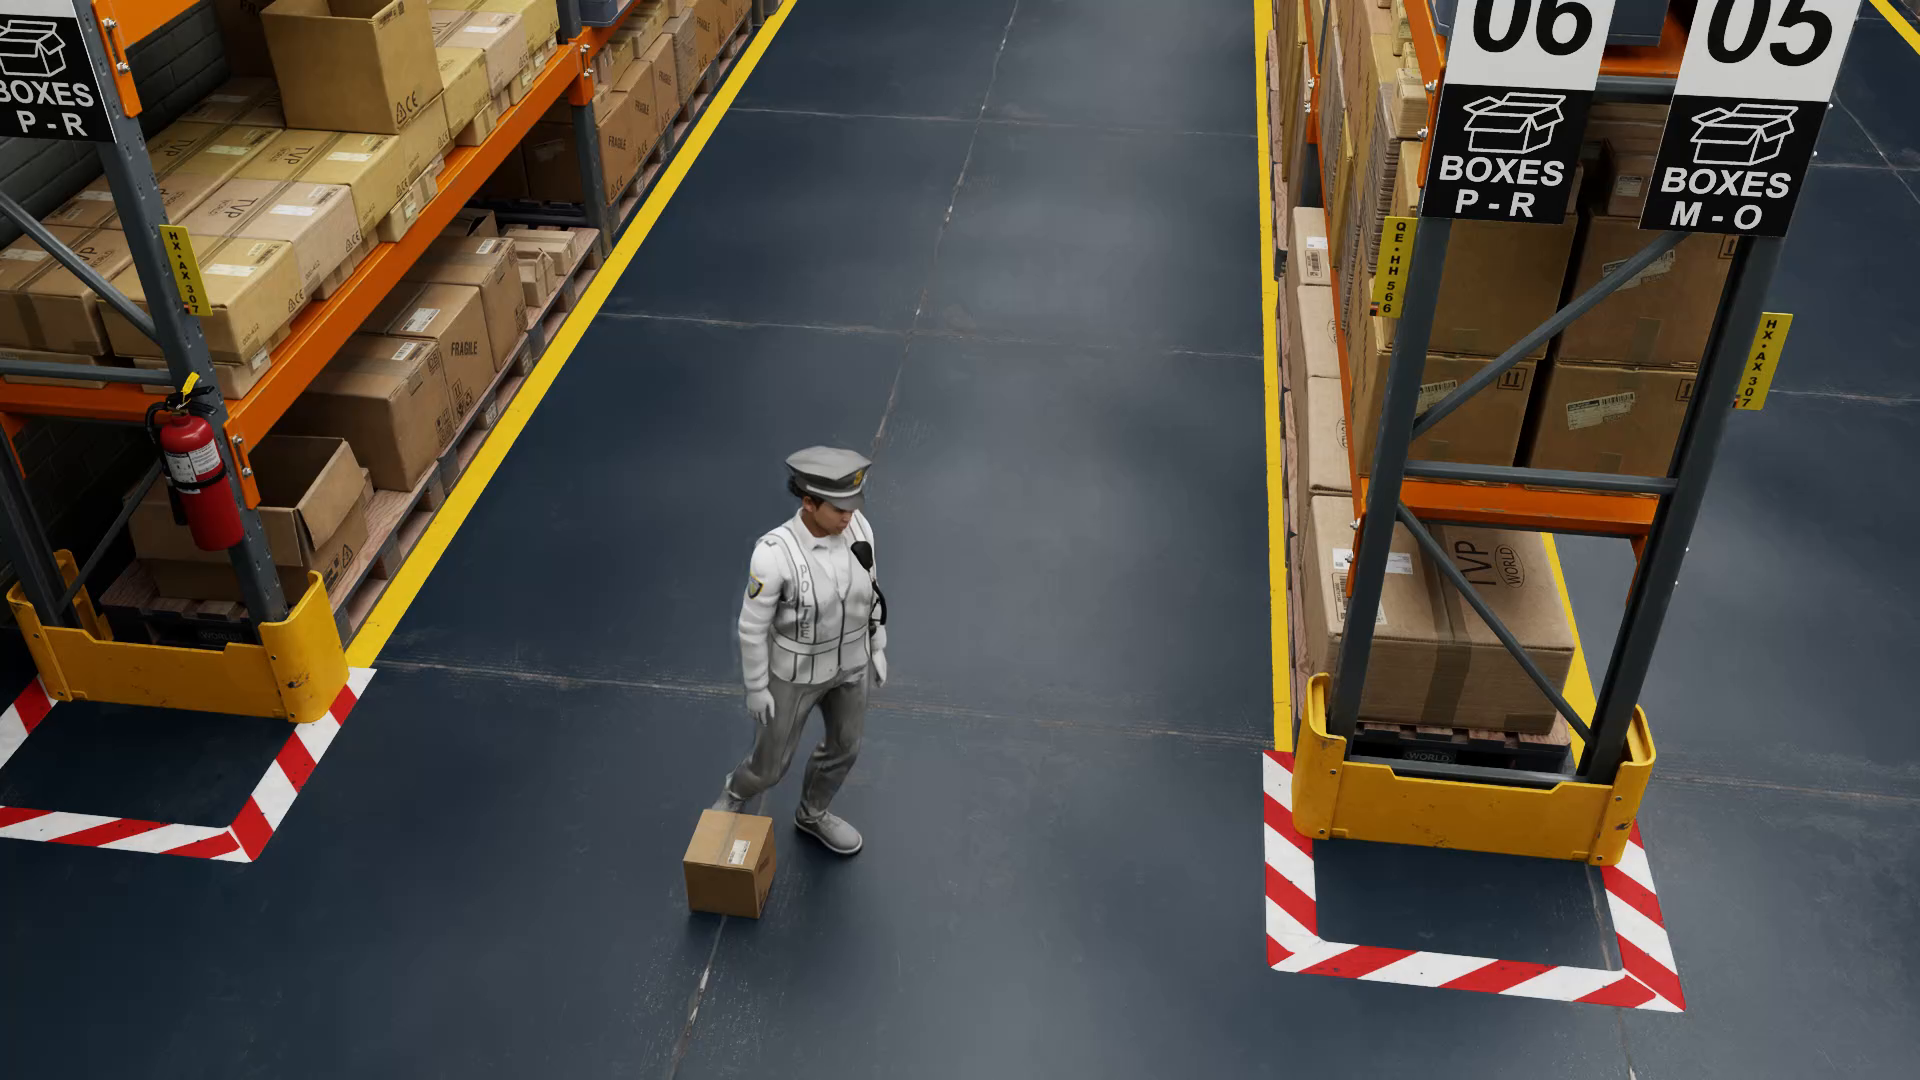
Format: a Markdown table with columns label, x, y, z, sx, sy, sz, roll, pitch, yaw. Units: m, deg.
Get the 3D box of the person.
| label | x | y | z | sx | sy | sz | roll | pitch | yaw |
| --- | --- | --- | --- | --- | --- | --- | --- | --- | --- |
| person | -0.534 | 0.414 | 5.592 | 0.657 | 1.655 | 0.501 | -27 | 44 | -32 |
